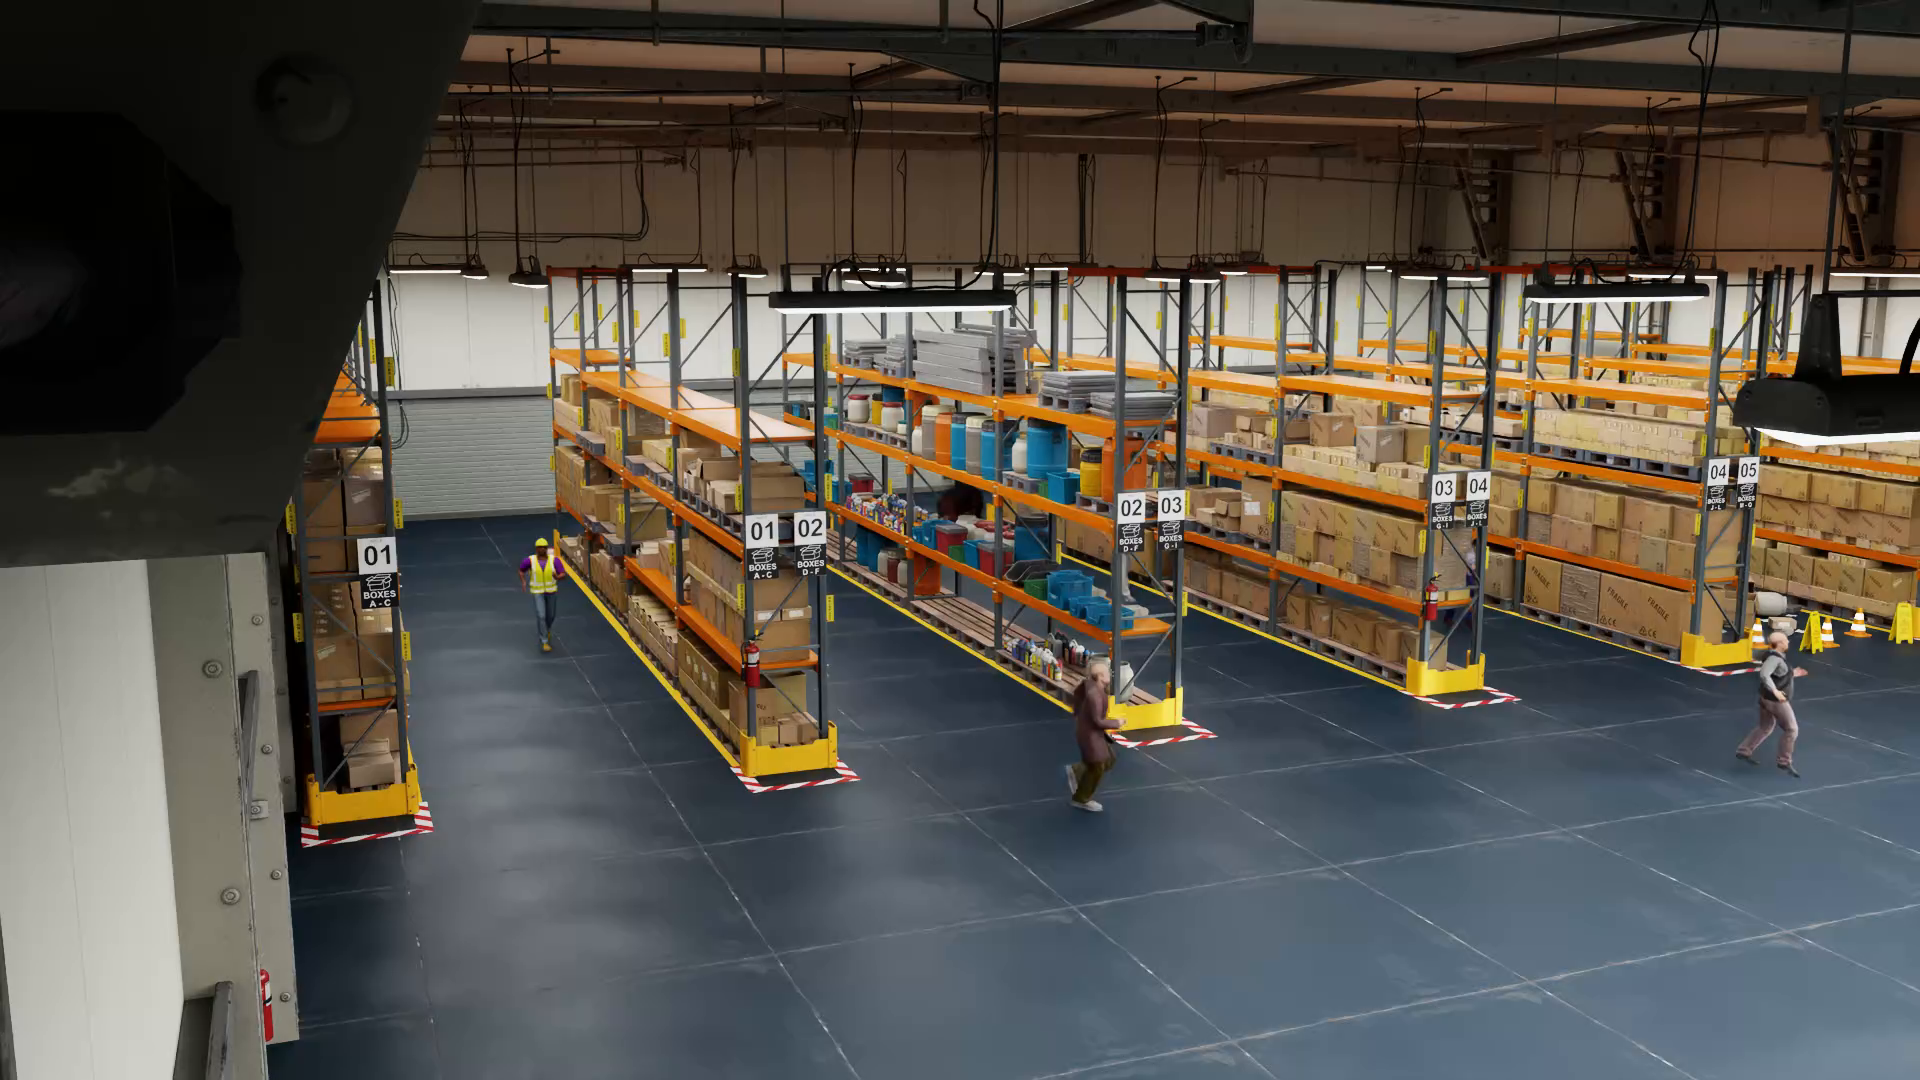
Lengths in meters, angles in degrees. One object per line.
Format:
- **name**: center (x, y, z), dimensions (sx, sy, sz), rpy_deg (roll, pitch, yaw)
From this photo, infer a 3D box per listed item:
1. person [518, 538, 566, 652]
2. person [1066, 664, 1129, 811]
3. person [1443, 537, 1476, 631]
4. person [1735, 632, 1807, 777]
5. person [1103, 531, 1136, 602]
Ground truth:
- **person**: center (-6.661, 0.836, 26.619), dimensions (0.705, 1.746, 0.991), rpy_deg (-4, 11, -24)
- **person**: center (1.558, 2.236, 18.913), dimensions (0.703, 1.729, 0.763), rpy_deg (0, 10, 1)
- **person**: center (8.446, 0.722, 27.861), dimensions (0.595, 1.703, 0.733), rpy_deg (-6, 11, -29)
- **person**: center (9.917, 1.992, 20.277), dimensions (0.737, 1.773, 0.643), rpy_deg (2, 10, 10)
- **person**: center (2.857, 0.228, 28.935), dimensions (0.614, 1.705, 0.848), rpy_deg (-5, 11, -28)
